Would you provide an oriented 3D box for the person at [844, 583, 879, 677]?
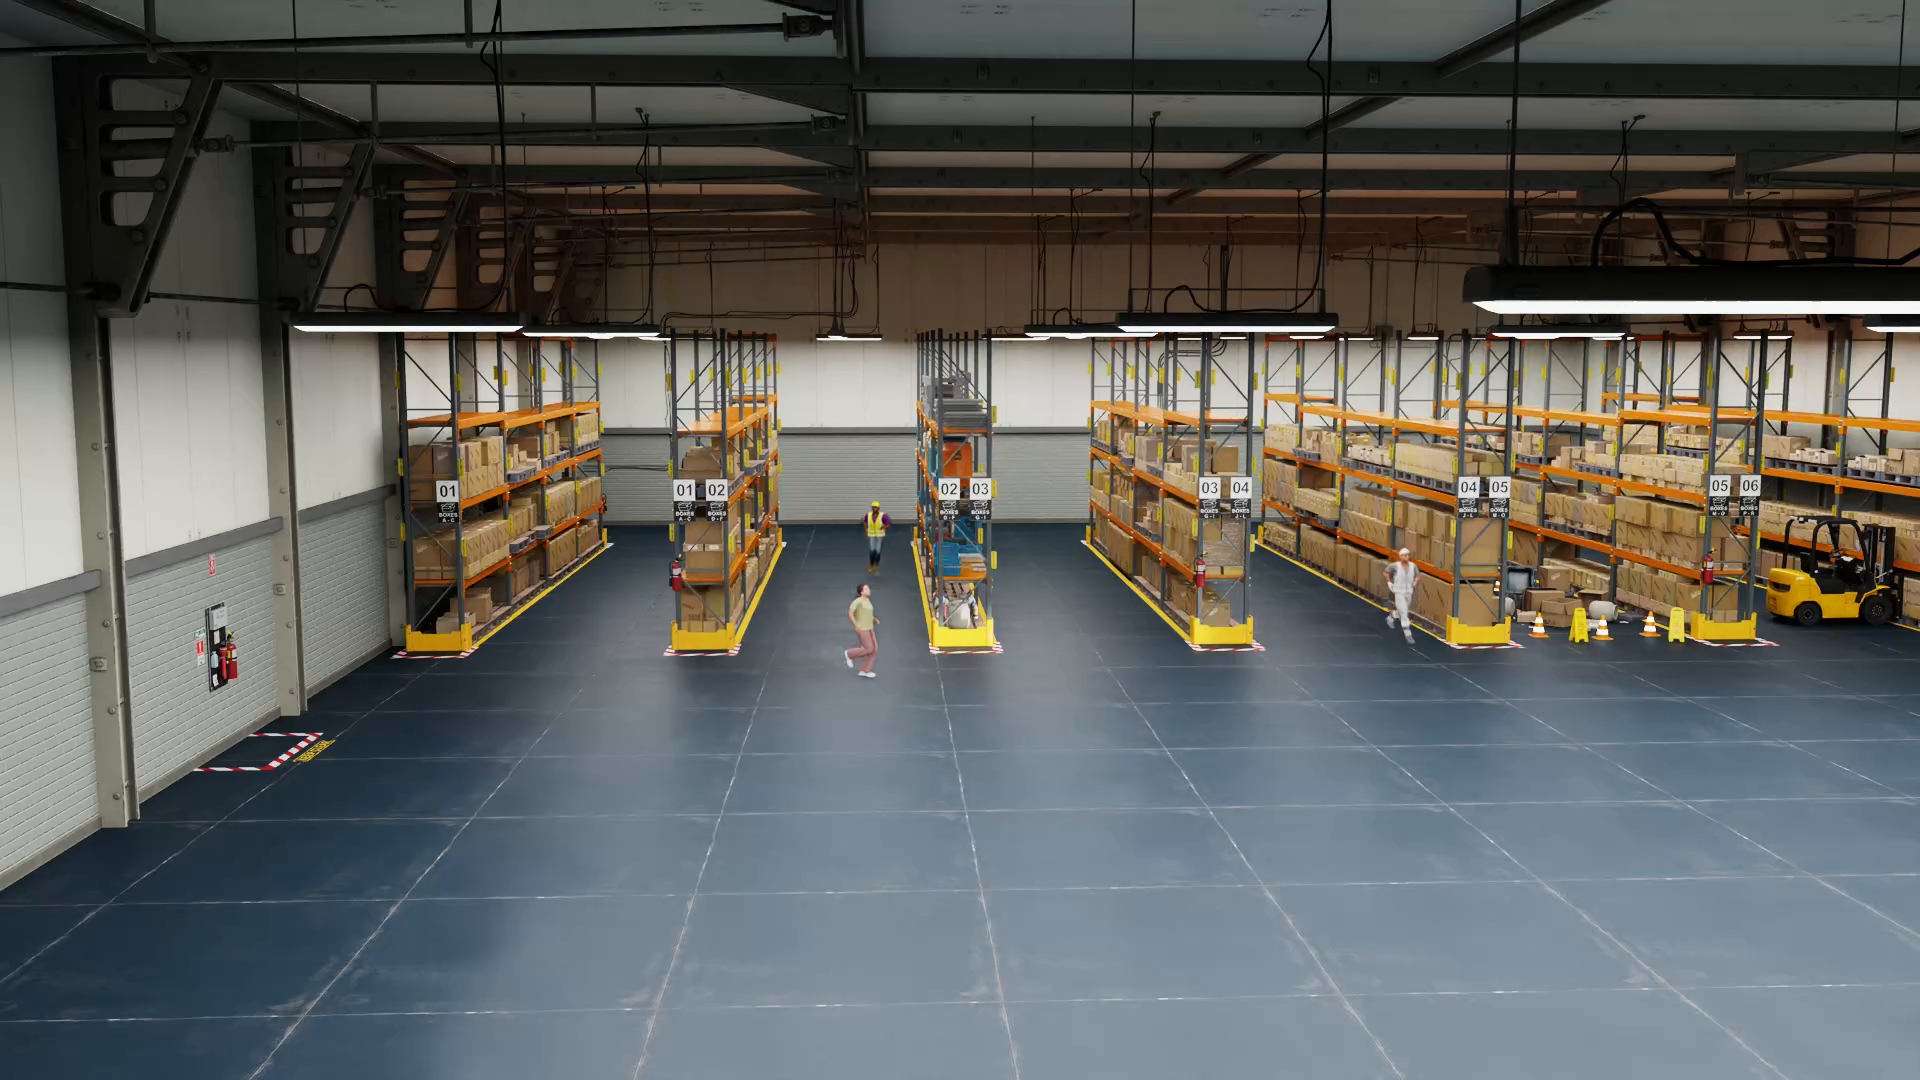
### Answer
[{"bbox_3d":[-1.695,1.553,28.721,0.563,1.616,0.616,3,8,27],"label":"person"}]

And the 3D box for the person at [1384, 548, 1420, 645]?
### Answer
[{"bbox_3d":[8.590,1.051,32.250,0.613,1.810,1.143,-2,7,-18],"label":"person"}]

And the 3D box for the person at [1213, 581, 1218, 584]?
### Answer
[{"bbox_3d":[6.148,0.248,39.974,0.551,1.559,0.610,-1,7,-4],"label":"person"}]

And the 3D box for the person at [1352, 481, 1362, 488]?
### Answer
[{"bbox_3d":[11.783,-0.922,49.381,0.667,1.682,0.640,0,7,0],"label":"person"}]

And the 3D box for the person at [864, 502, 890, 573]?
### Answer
[{"bbox_3d":[-2.039,-0.066,40.585,0.664,1.756,0.712,0,7,2],"label":"person"}]
